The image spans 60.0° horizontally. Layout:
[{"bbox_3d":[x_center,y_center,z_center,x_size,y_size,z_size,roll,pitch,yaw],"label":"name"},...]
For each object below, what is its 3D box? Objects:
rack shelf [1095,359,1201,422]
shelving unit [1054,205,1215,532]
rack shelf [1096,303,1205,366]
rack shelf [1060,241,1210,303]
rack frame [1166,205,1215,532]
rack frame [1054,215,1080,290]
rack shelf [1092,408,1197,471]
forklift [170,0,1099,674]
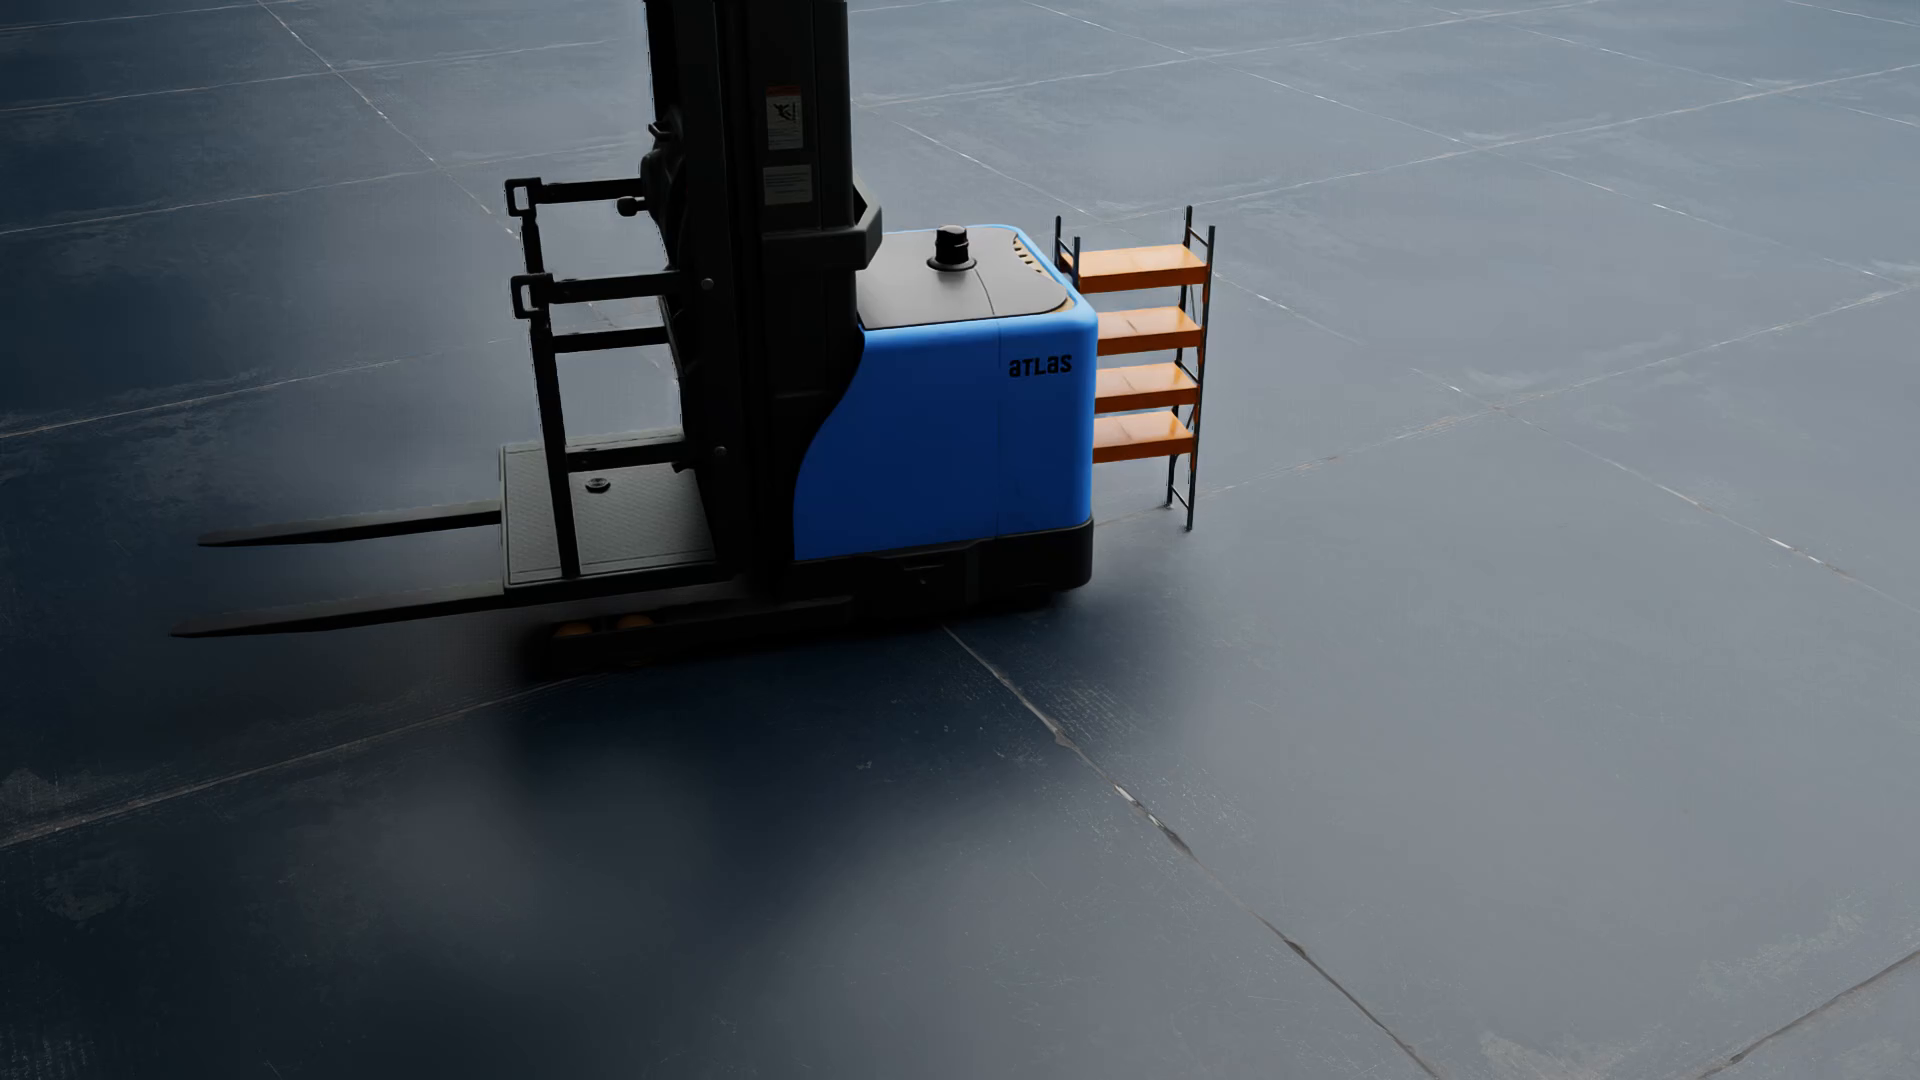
[{"bbox_3d":[0.608,-0.526,6.101,0.480,0.148,0.258,-7,30,-12],"label":"rack shelf"},{"bbox_3d":[0.608,-0.585,6.069,0.503,1.200,0.258,-7,30,-12],"label":"shelving unit"},{"bbox_3d":[0.608,-0.722,5.993,0.480,0.148,0.258,-7,30,-12],"label":"rack shelf"},{"bbox_3d":[0.608,-0.929,5.879,0.480,0.148,0.258,-7,30,-12],"label":"rack shelf"},{"bbox_3d":[0.845,-0.614,6.120,0.015,1.200,0.240,-7,30,-12],"label":"rack frame"},{"bbox_3d":[0.371,-0.557,6.017,0.015,1.200,0.240,-7,30,-12],"label":"rack frame"},{"bbox_3d":[0.608,-0.353,6.197,0.480,0.148,0.258,-7,30,-12],"label":"rack shelf"},{"bbox_3d":[-1.109,-1.126,5.257,3.031,2.935,1.130,-7,30,-13],"label":"forklift"}]
